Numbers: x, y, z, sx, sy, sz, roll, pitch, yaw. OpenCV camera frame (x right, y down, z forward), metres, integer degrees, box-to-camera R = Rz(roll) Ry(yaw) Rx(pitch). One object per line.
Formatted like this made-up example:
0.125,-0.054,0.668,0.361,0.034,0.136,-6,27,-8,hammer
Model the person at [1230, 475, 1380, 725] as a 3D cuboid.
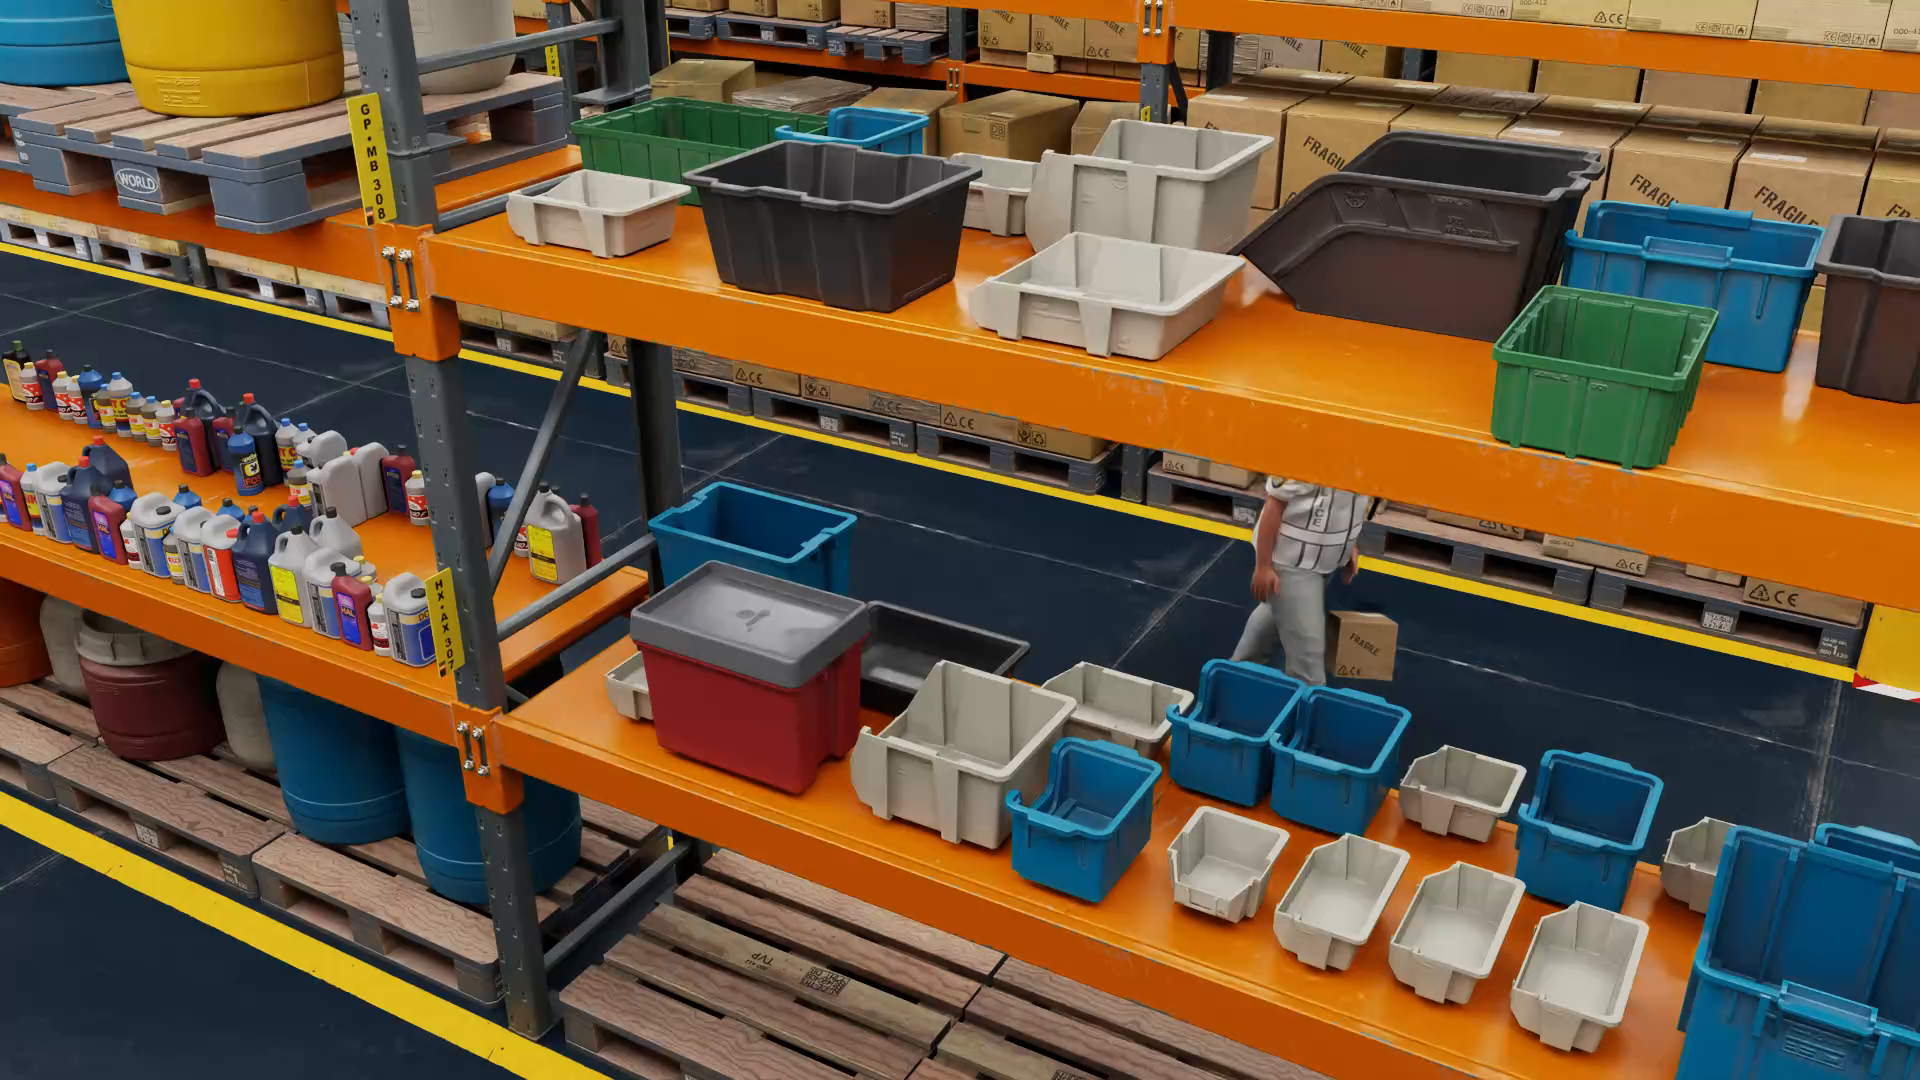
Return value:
1.512,0.055,6.993,0.573,1.712,0.936,-23,34,-38,person
